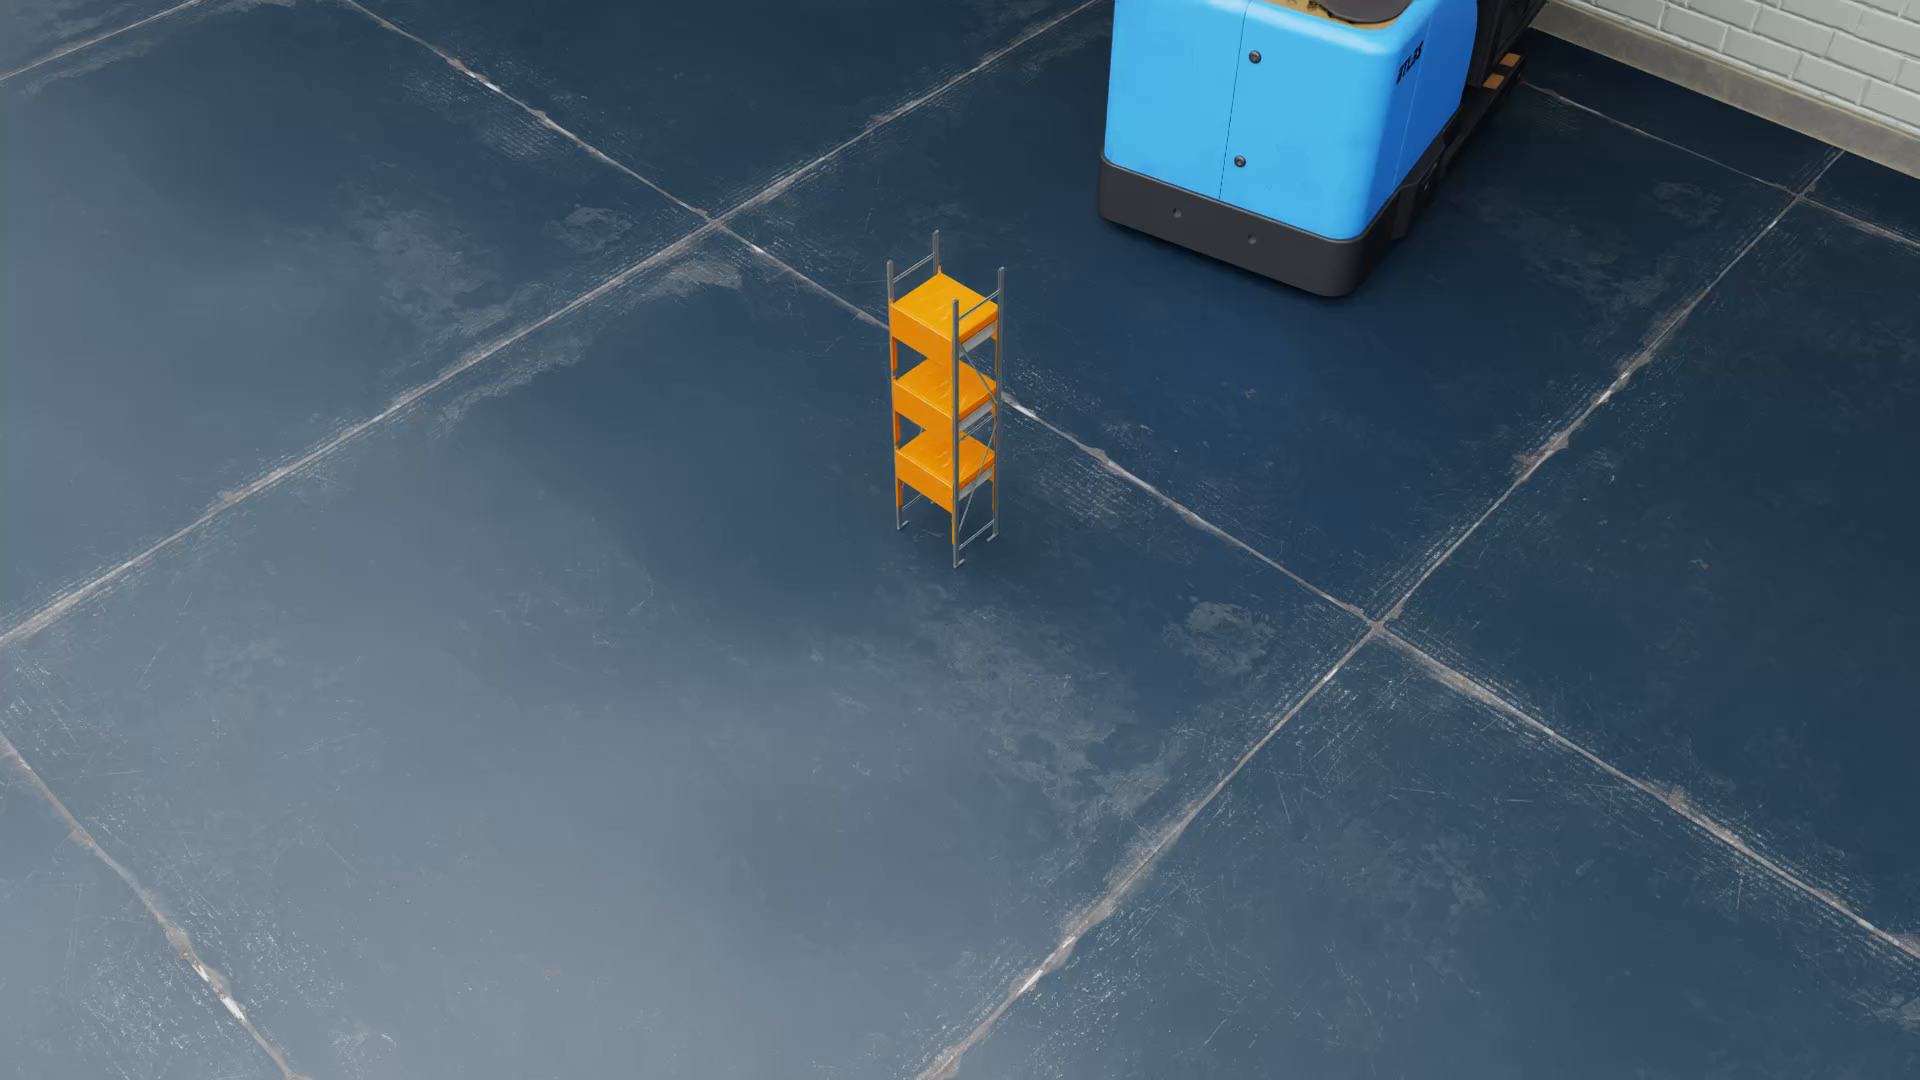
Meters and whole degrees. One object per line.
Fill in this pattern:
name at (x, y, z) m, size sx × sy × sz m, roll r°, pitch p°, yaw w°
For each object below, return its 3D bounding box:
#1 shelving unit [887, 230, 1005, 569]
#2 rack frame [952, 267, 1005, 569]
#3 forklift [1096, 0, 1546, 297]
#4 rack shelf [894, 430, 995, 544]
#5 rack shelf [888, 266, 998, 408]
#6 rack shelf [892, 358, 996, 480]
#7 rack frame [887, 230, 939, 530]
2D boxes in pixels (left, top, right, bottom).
shelving unit at (-0.039, -0.386, 4.892) m, size 0.252 × 1.050 × 0.215 m, roll 34°, pitch 55°, yaw 28°
rack frame at (0.050, -0.325, 4.835) m, size 0.008 × 1.050 × 0.200 m, roll 34°, pitch 55°, yaw 28°
forklift at (1.726, -2.936, 5.996) m, size 1.130 × 2.935 × 3.031 m, roll 24°, pitch 51°, yaw 21°
rack shelf at (-0.039, -0.188, 5.102) m, size 0.240 × 0.259 × 0.215 m, roll 34°, pitch 55°, yaw 28°
rack shelf at (-0.039, -0.573, 4.693) m, size 0.240 × 0.259 × 0.215 m, roll 34°, pitch 55°, yaw 28°
rack shelf at (-0.039, -0.379, 4.900) m, size 0.240 × 0.259 × 0.215 m, roll 34°, pitch 55°, yaw 28°
rack frame at (-0.129, -0.446, 4.949) m, size 0.008 × 1.050 × 0.200 m, roll 34°, pitch 55°, yaw 28°
